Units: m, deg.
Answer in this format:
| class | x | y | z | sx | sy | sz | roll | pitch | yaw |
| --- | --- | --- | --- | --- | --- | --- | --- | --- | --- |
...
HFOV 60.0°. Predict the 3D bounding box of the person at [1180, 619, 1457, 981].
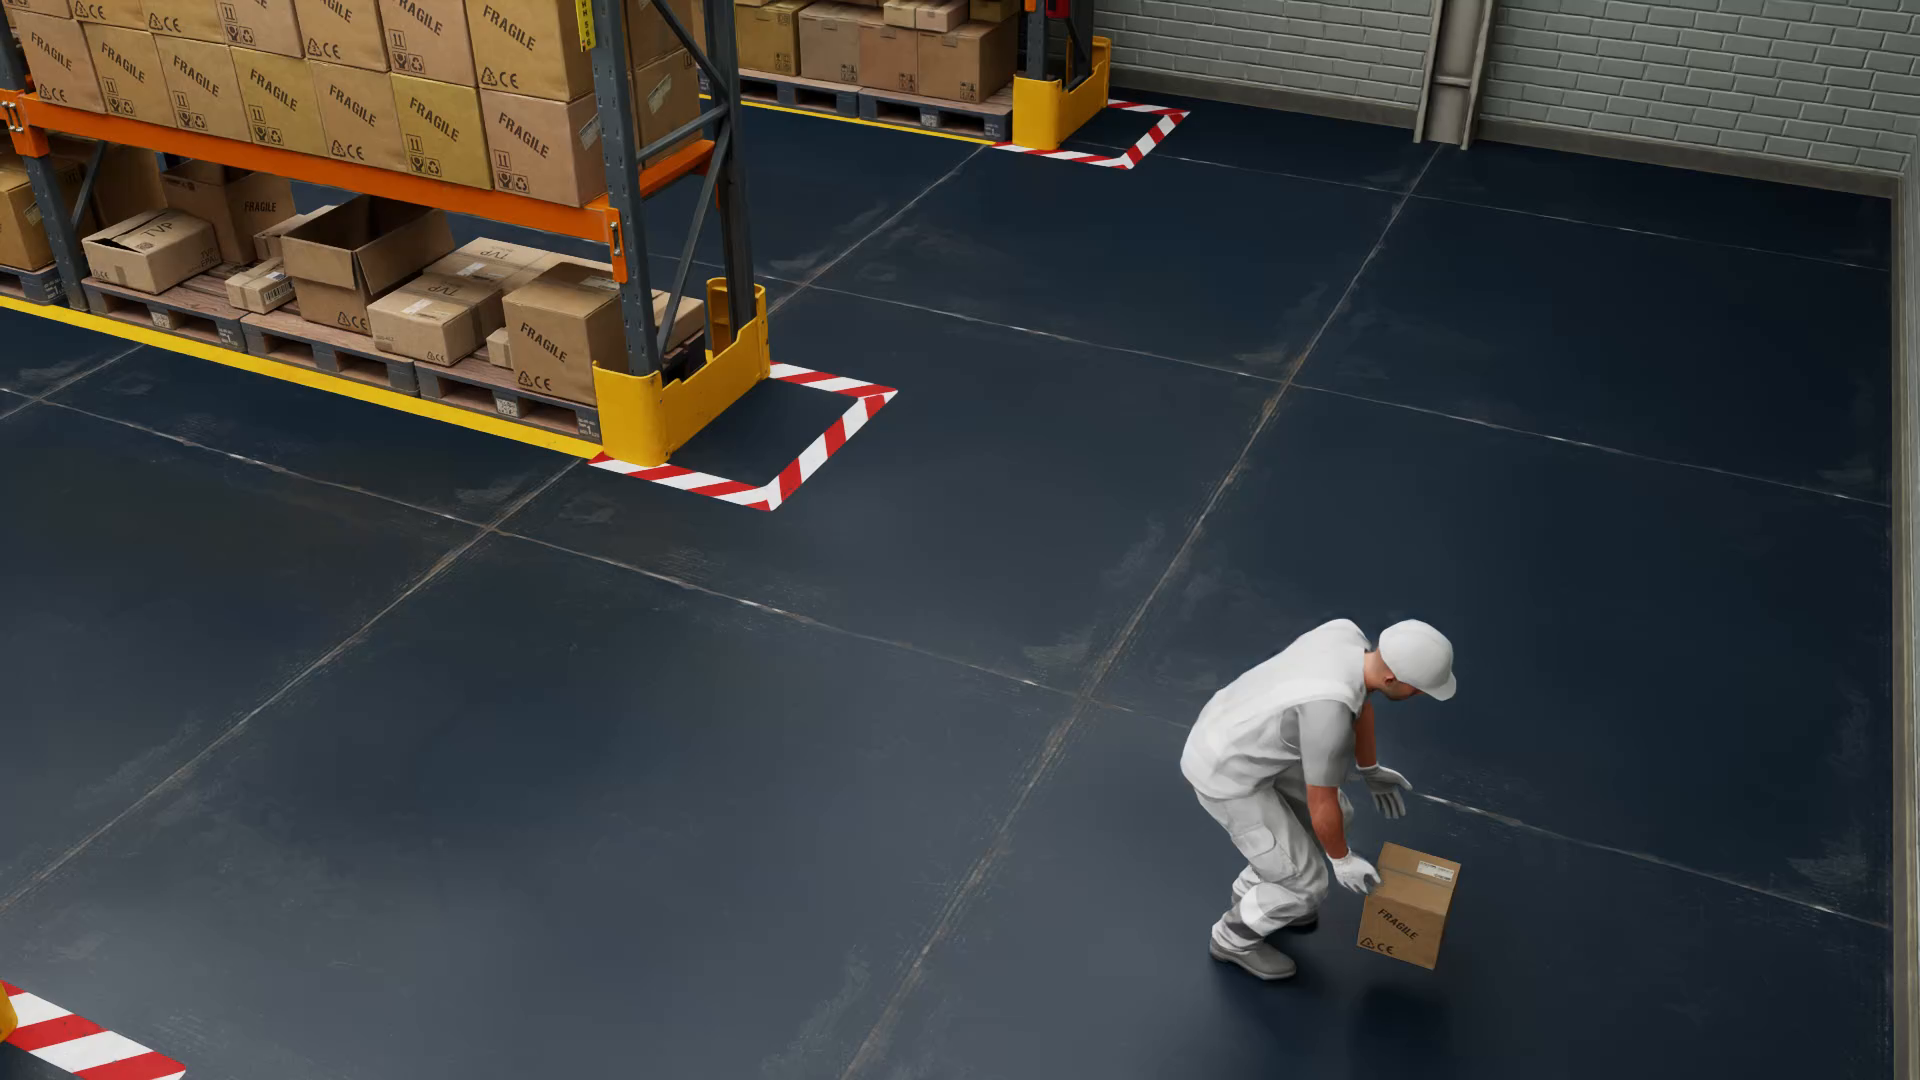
| class | x | y | z | sx | sy | sz | roll | pitch | yaw |
| --- | --- | --- | --- | --- | --- | --- | --- | --- | --- |
| person | 1.110 | 0.769 | 5.322 | 0.780 | 1.384 | 0.584 | 14 | 36 | 21 |
